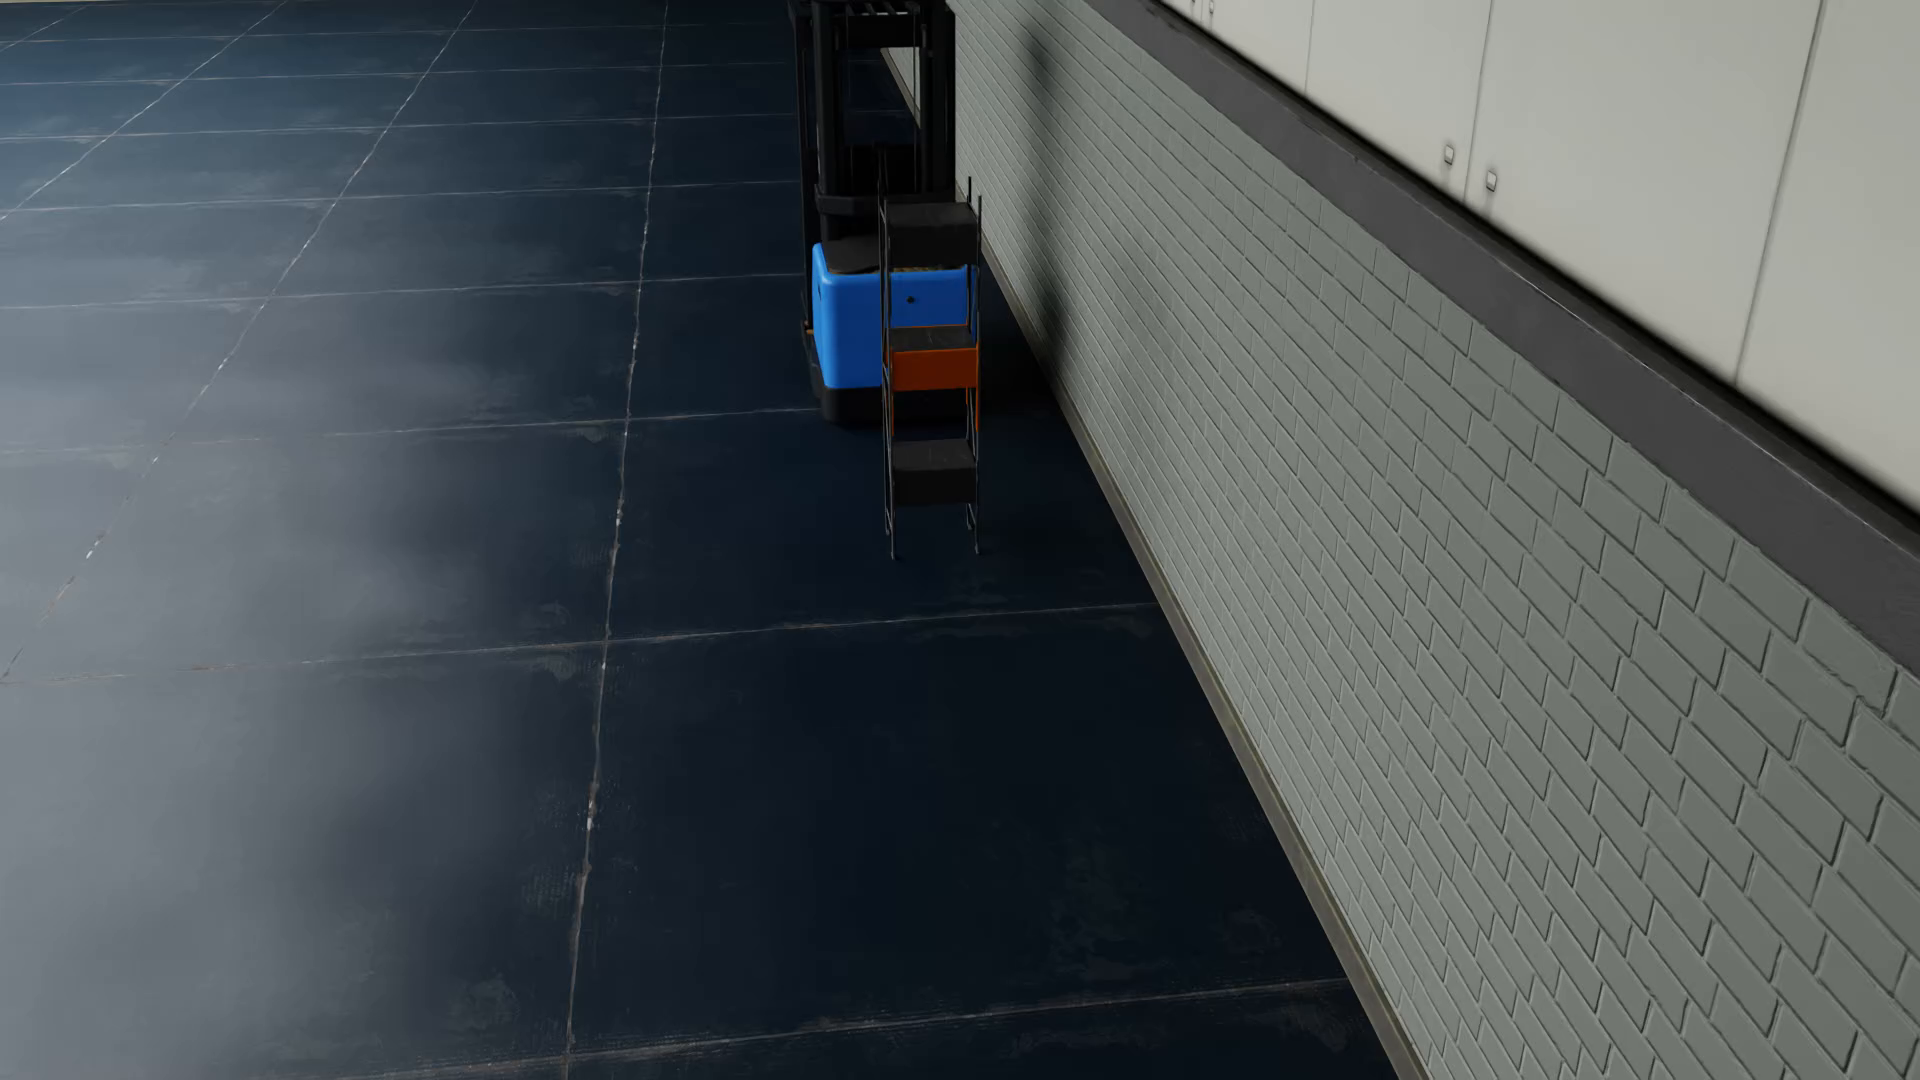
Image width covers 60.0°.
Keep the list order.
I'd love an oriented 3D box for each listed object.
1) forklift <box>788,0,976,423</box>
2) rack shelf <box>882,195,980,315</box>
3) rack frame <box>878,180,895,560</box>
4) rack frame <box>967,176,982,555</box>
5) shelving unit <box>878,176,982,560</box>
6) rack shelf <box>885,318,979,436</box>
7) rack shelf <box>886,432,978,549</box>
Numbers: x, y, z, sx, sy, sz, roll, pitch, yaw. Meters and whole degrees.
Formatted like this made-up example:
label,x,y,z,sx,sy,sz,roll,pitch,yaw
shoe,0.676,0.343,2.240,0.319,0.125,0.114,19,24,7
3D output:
label,x,y,z,sx,sy,sz,roll,pitch,yaw
forklift,-0.611,-2.735,11.870,1.130,2.935,3.031,-4,27,-8
rack shelf,-0.164,-1.534,8.937,0.480,0.518,0.431,-4,27,-7
rack frame,-0.406,-0.908,9.220,0.015,2.100,0.400,-4,27,-7
rack frame,0.078,-0.939,9.280,0.015,2.100,0.400,-4,27,-7
shelving unit,-0.164,-0.924,9.250,0.503,2.100,0.431,-4,27,-7
rack shelf,-0.164,-0.912,9.256,0.480,0.518,0.431,-4,27,-7
rack shelf,-0.164,-0.289,9.576,0.480,0.518,0.431,-4,27,-7
